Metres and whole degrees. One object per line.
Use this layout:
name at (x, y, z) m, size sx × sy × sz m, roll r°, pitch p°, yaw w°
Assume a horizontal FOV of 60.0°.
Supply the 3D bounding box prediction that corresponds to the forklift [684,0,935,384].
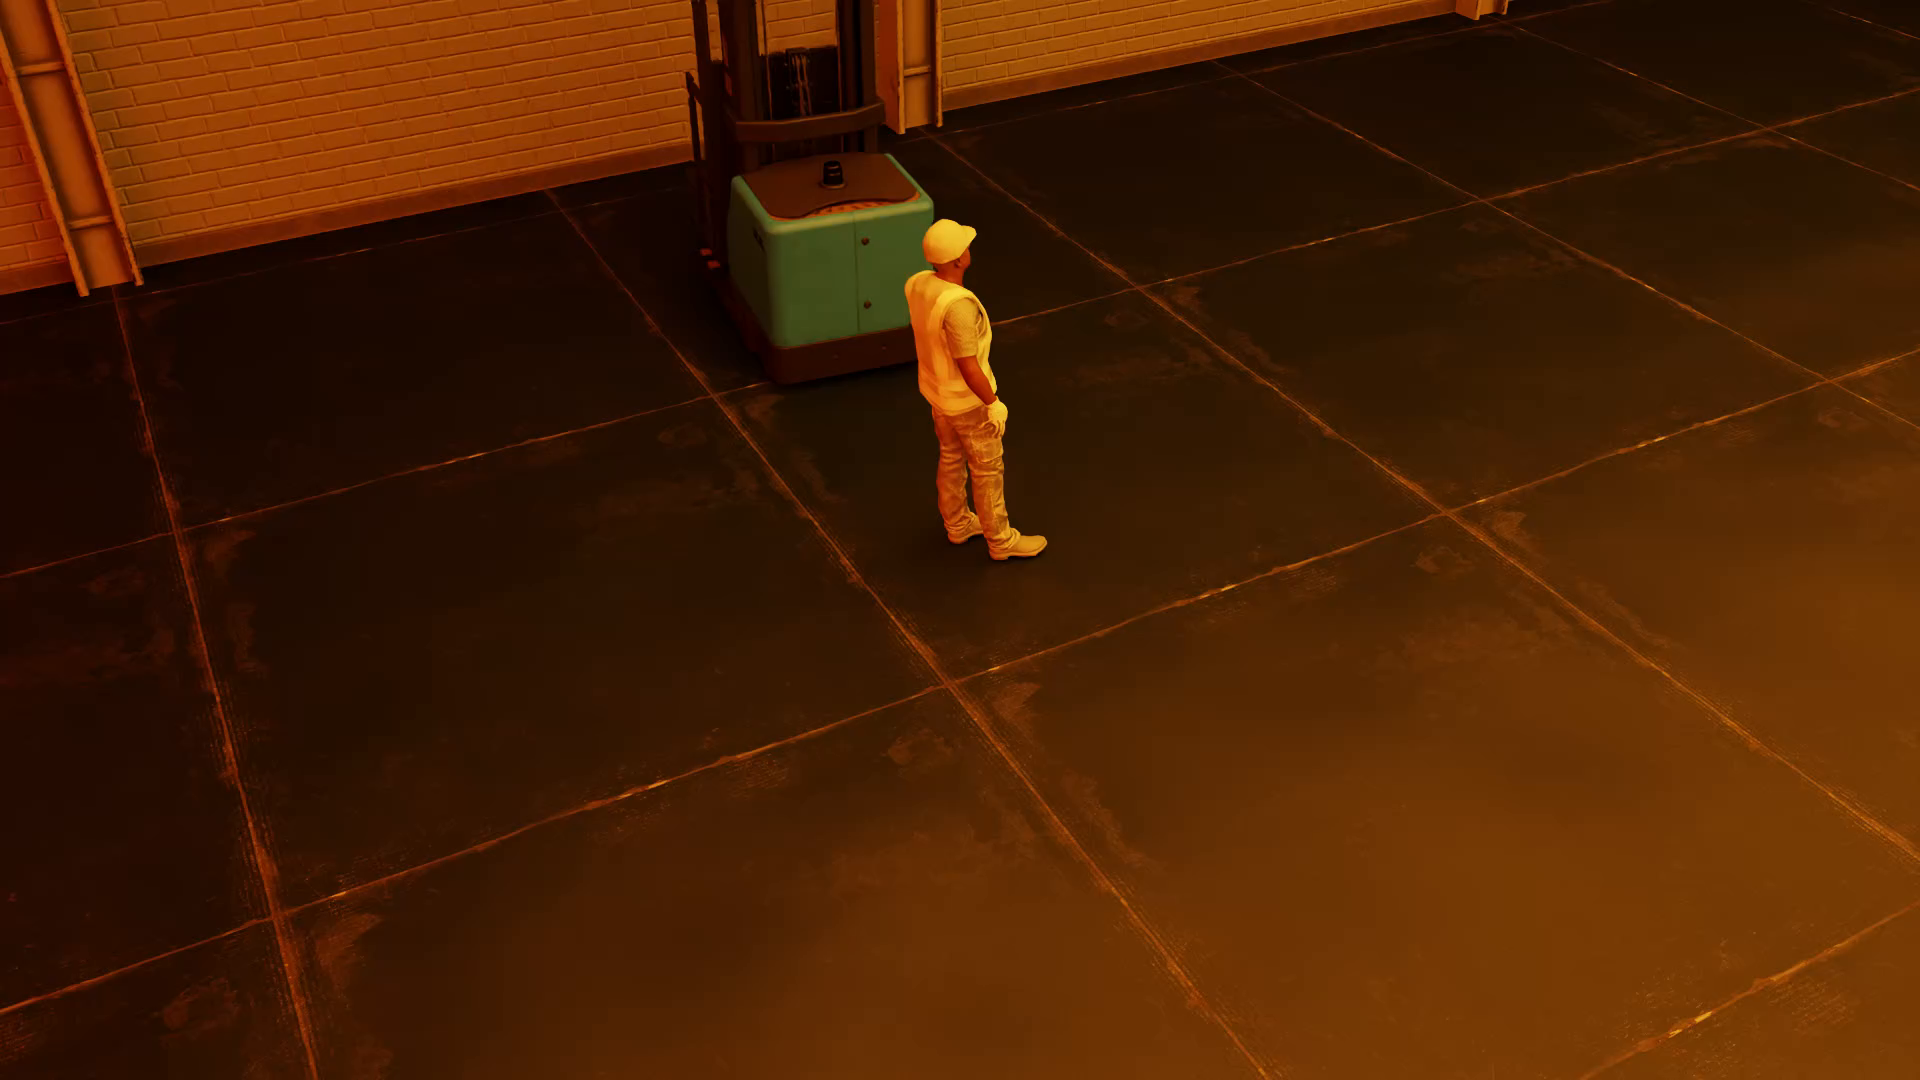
forklift at (-1.140, -2.967, 10.321) m, size 1.130 × 2.935 × 3.031 m, roll -13°, pitch 37°, yaw -17°

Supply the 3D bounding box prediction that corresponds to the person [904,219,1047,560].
person at (0.067, -0.749, 8.165) m, size 0.577 × 1.781 × 0.656 m, roll -17°, pitch 39°, yaw -23°
